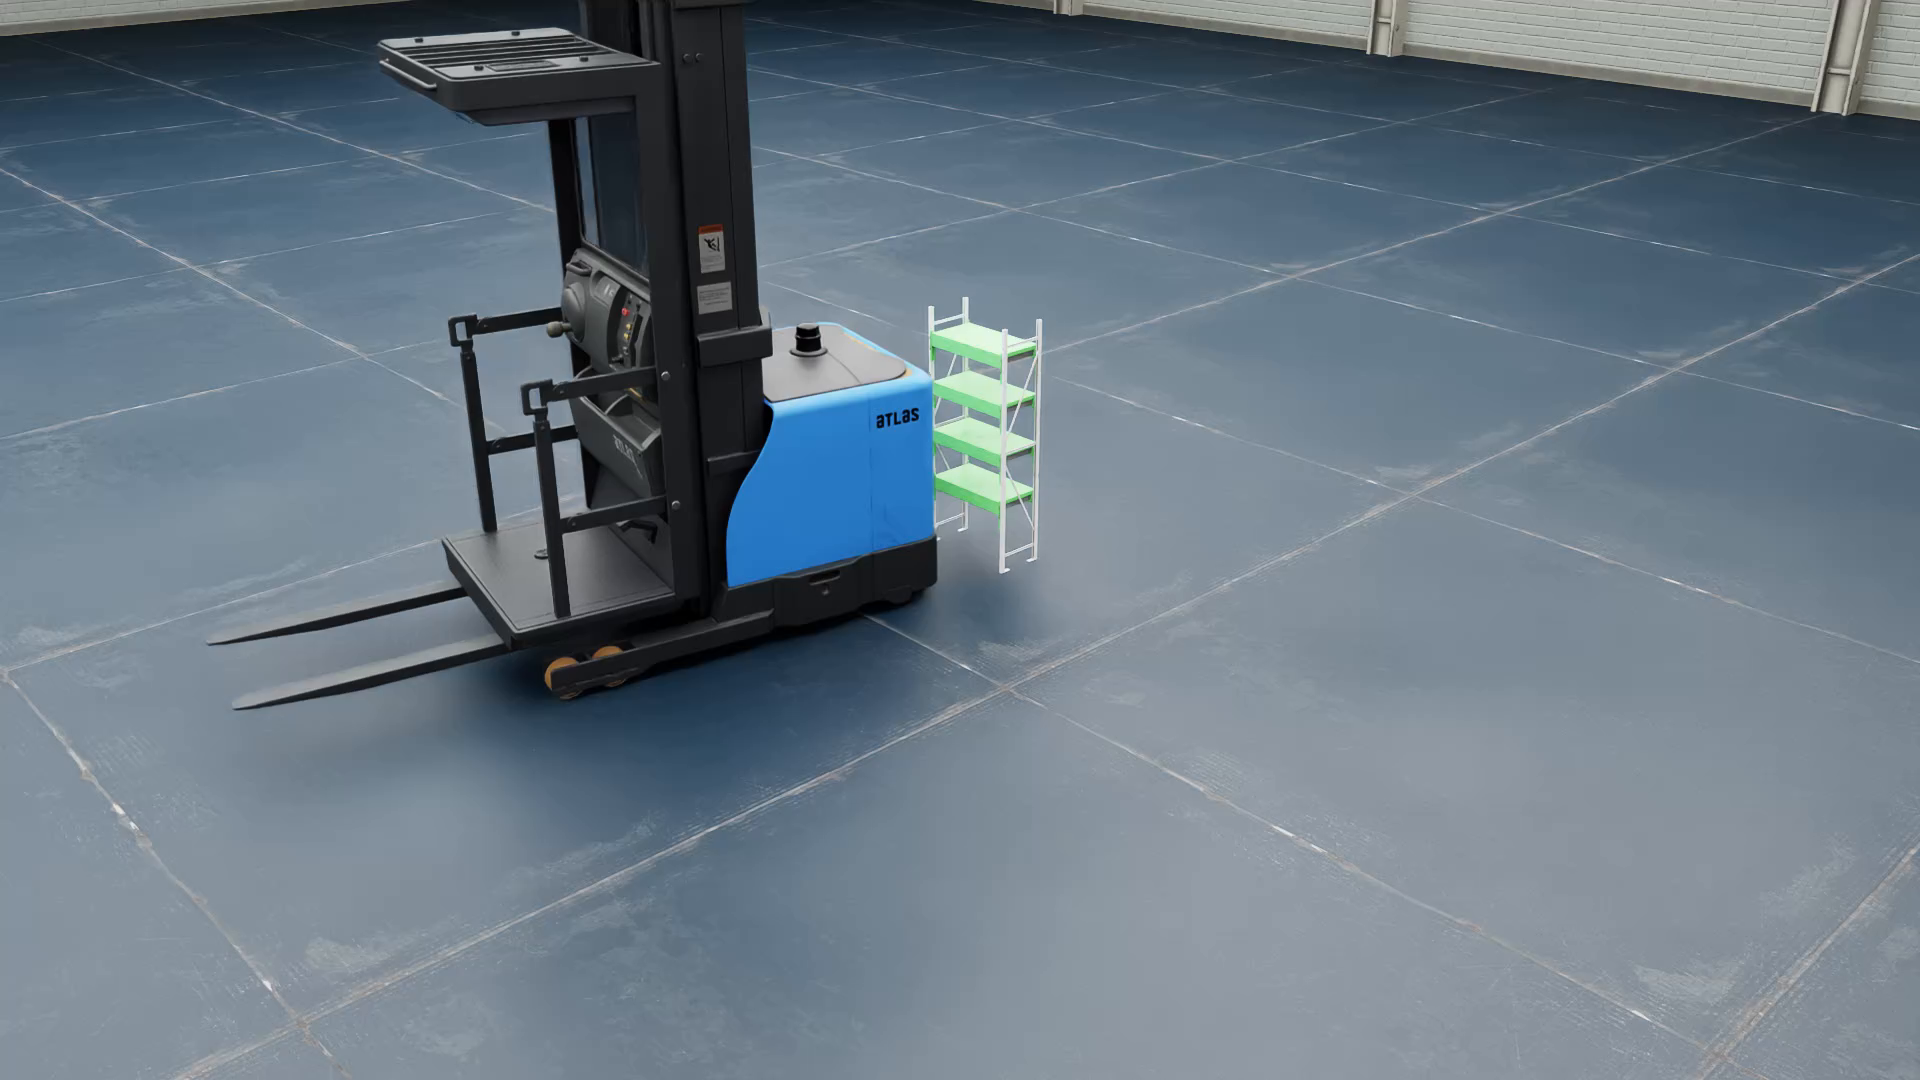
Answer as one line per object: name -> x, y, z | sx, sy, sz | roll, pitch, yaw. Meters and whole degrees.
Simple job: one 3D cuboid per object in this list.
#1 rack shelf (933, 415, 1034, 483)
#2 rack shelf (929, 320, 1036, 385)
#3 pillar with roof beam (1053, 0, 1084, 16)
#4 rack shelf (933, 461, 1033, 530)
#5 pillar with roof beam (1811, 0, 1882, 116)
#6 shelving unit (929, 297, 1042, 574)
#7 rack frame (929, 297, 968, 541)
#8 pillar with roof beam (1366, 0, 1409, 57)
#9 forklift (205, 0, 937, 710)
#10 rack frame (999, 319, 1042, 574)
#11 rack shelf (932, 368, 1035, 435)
rack shelf -> 0.113, -0.438, 7.918 | 0.258, 0.148, 0.480 | -21, 32, -38
rack shelf -> 0.113, -0.874, 7.718 | 0.258, 0.148, 0.480 | -21, 32, -38
pillar with roof beam -> -1.384, -11.393, 22.381 | 9.100, 9.000, 0.400 | -21, 32, -38
rack shelf -> 0.113, -0.219, 8.017 | 0.258, 0.148, 0.480 | -21, 32, -38
pillar with roof beam -> 6.818, -7.757, 14.412 | 9.100, 9.000, 0.400 | -21, 32, -38
shelving unit -> 0.113, -0.496, 7.891 | 0.258, 1.200, 0.503 | -21, 32, -38
rack frame -> -0.054, -0.570, 8.053 | 0.240, 1.200, 0.015 | -21, 32, -38
pillar with roof beam -> 2.717, -9.575, 18.396 | 9.100, 9.000, 0.400 | -21, 32, -38
forklift -> -1.632, -0.932, 6.762 | 3.031, 2.935, 1.130 | -14, 28, -28
rack frame -> 0.280, -0.422, 7.729 | 0.240, 1.200, 0.015 | -21, 32, -38
rack shelf -> 0.113, -0.656, 7.818 | 0.258, 0.148, 0.480 | -21, 32, -38
